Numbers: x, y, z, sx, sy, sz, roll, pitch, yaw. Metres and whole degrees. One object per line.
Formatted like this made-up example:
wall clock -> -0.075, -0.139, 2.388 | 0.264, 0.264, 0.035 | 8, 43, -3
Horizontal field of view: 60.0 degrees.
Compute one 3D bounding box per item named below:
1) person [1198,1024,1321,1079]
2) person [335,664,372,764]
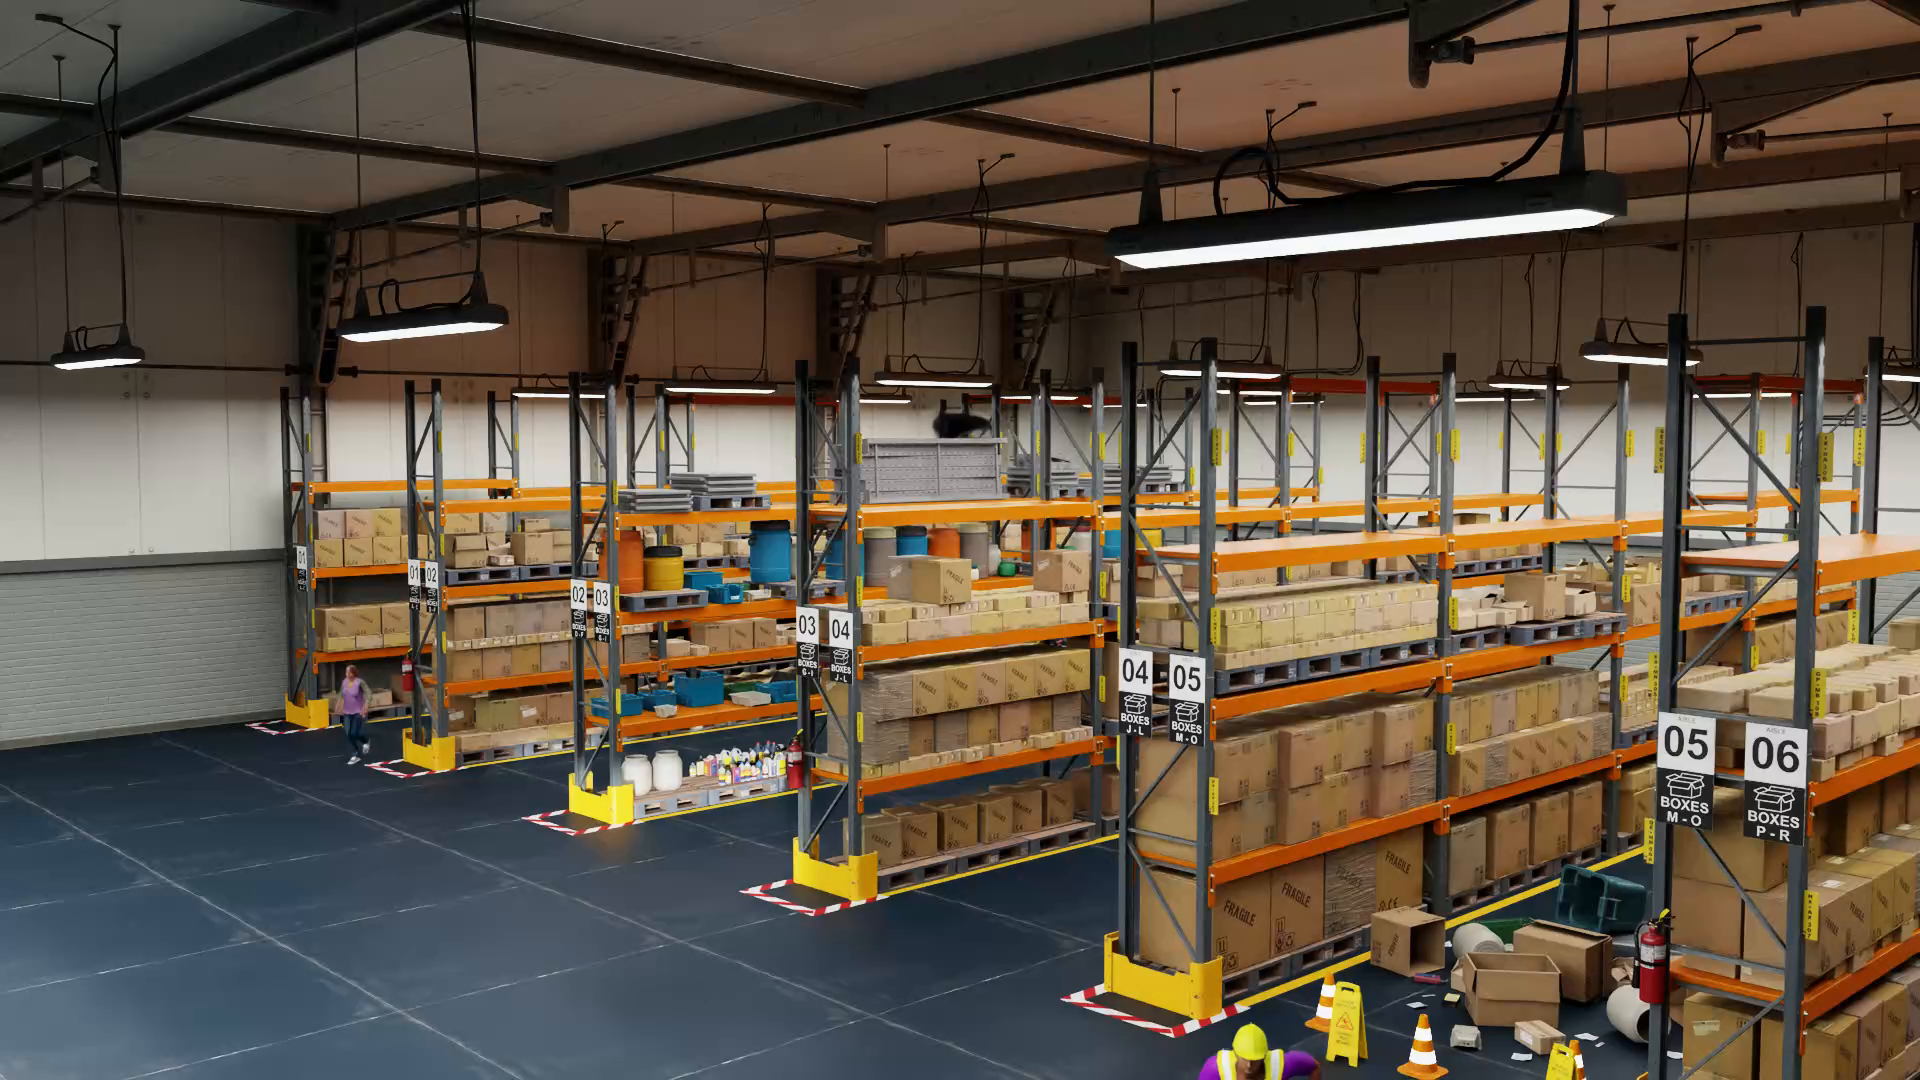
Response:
person -> 1.827, 3.703, 10.213 | 0.747, 1.718, 1.044 | 1, 4, 15
person -> -9.521, 2.731, 26.132 | 0.560, 1.559, 0.541 | 1, 4, 9
